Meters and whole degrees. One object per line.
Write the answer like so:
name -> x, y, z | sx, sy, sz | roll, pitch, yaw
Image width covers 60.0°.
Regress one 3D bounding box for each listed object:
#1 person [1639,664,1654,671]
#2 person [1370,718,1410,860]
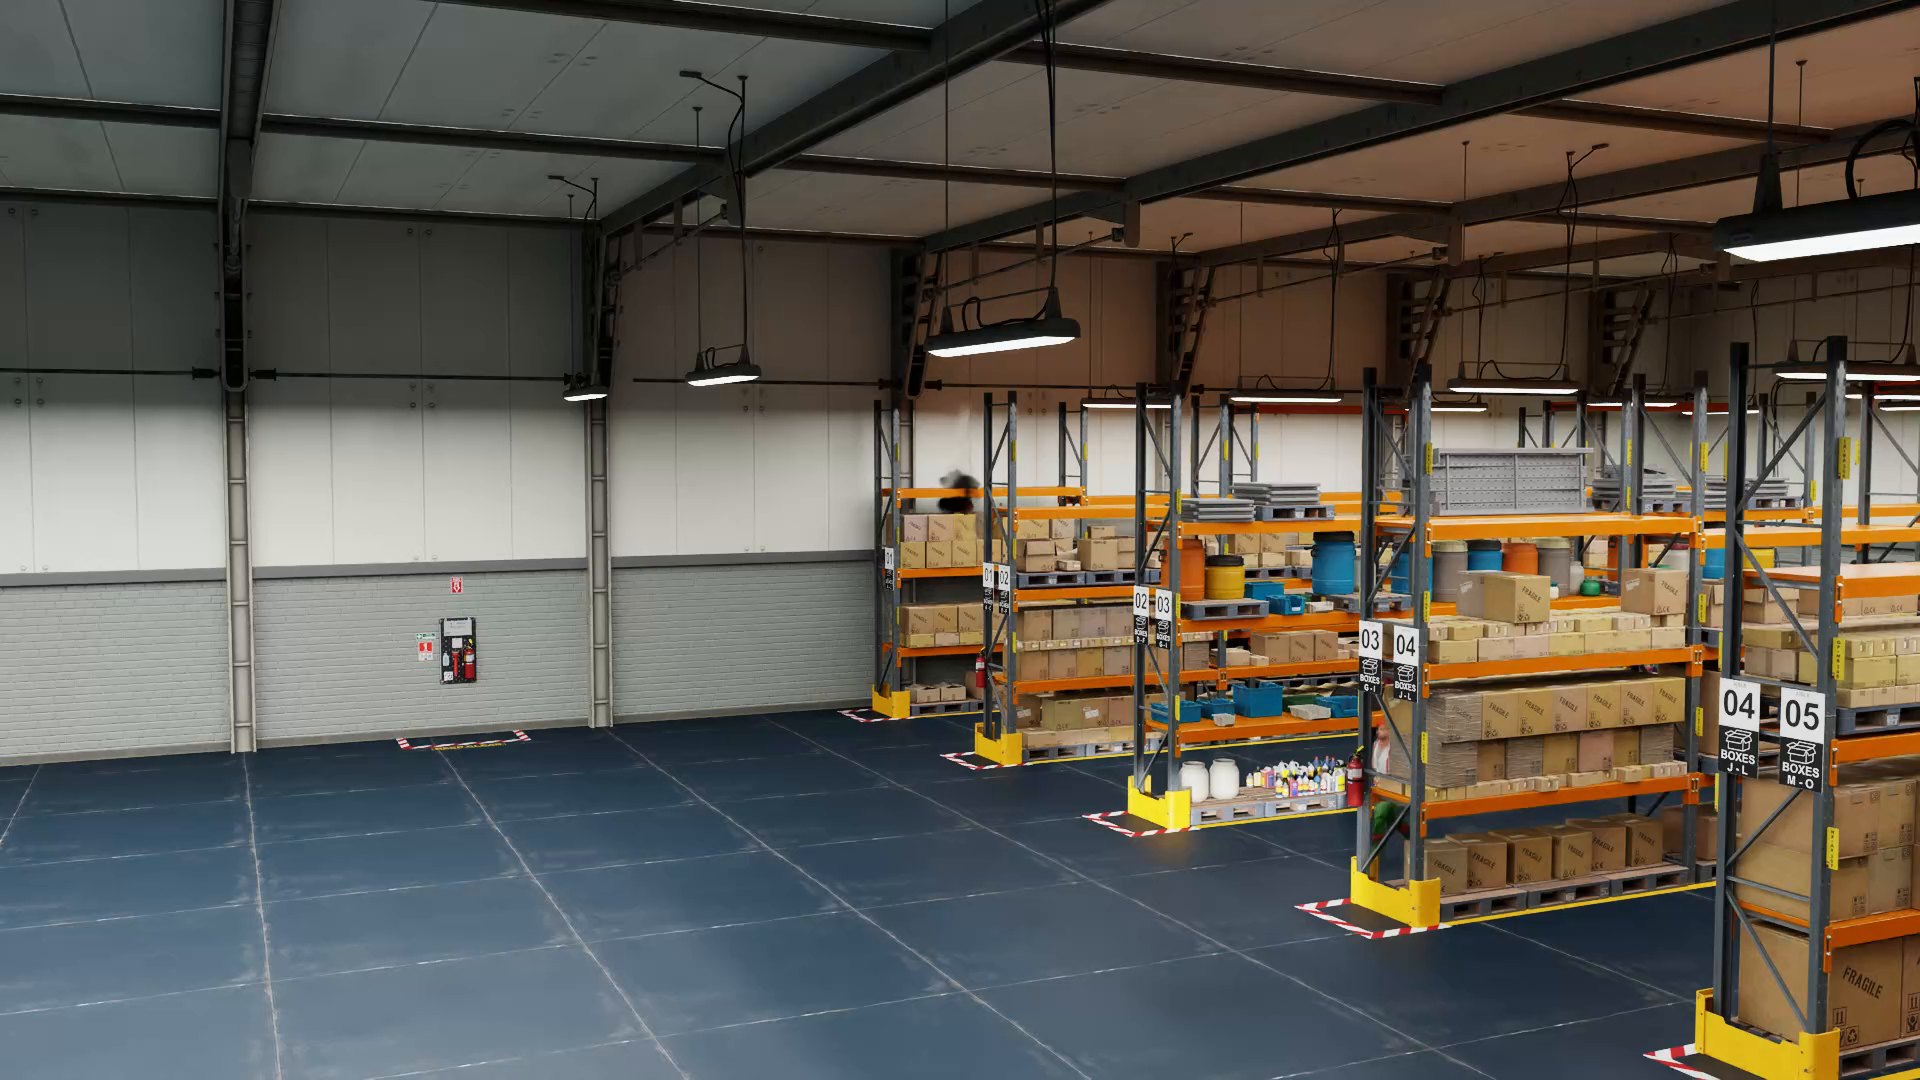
person -> 12.583, 2.556, 30.369 | 0.777, 1.740, 0.685 | -2, 4, -33
person -> 5.291, 3.097, 20.420 | 0.912, 1.849, 0.689 | -1, 4, -24
